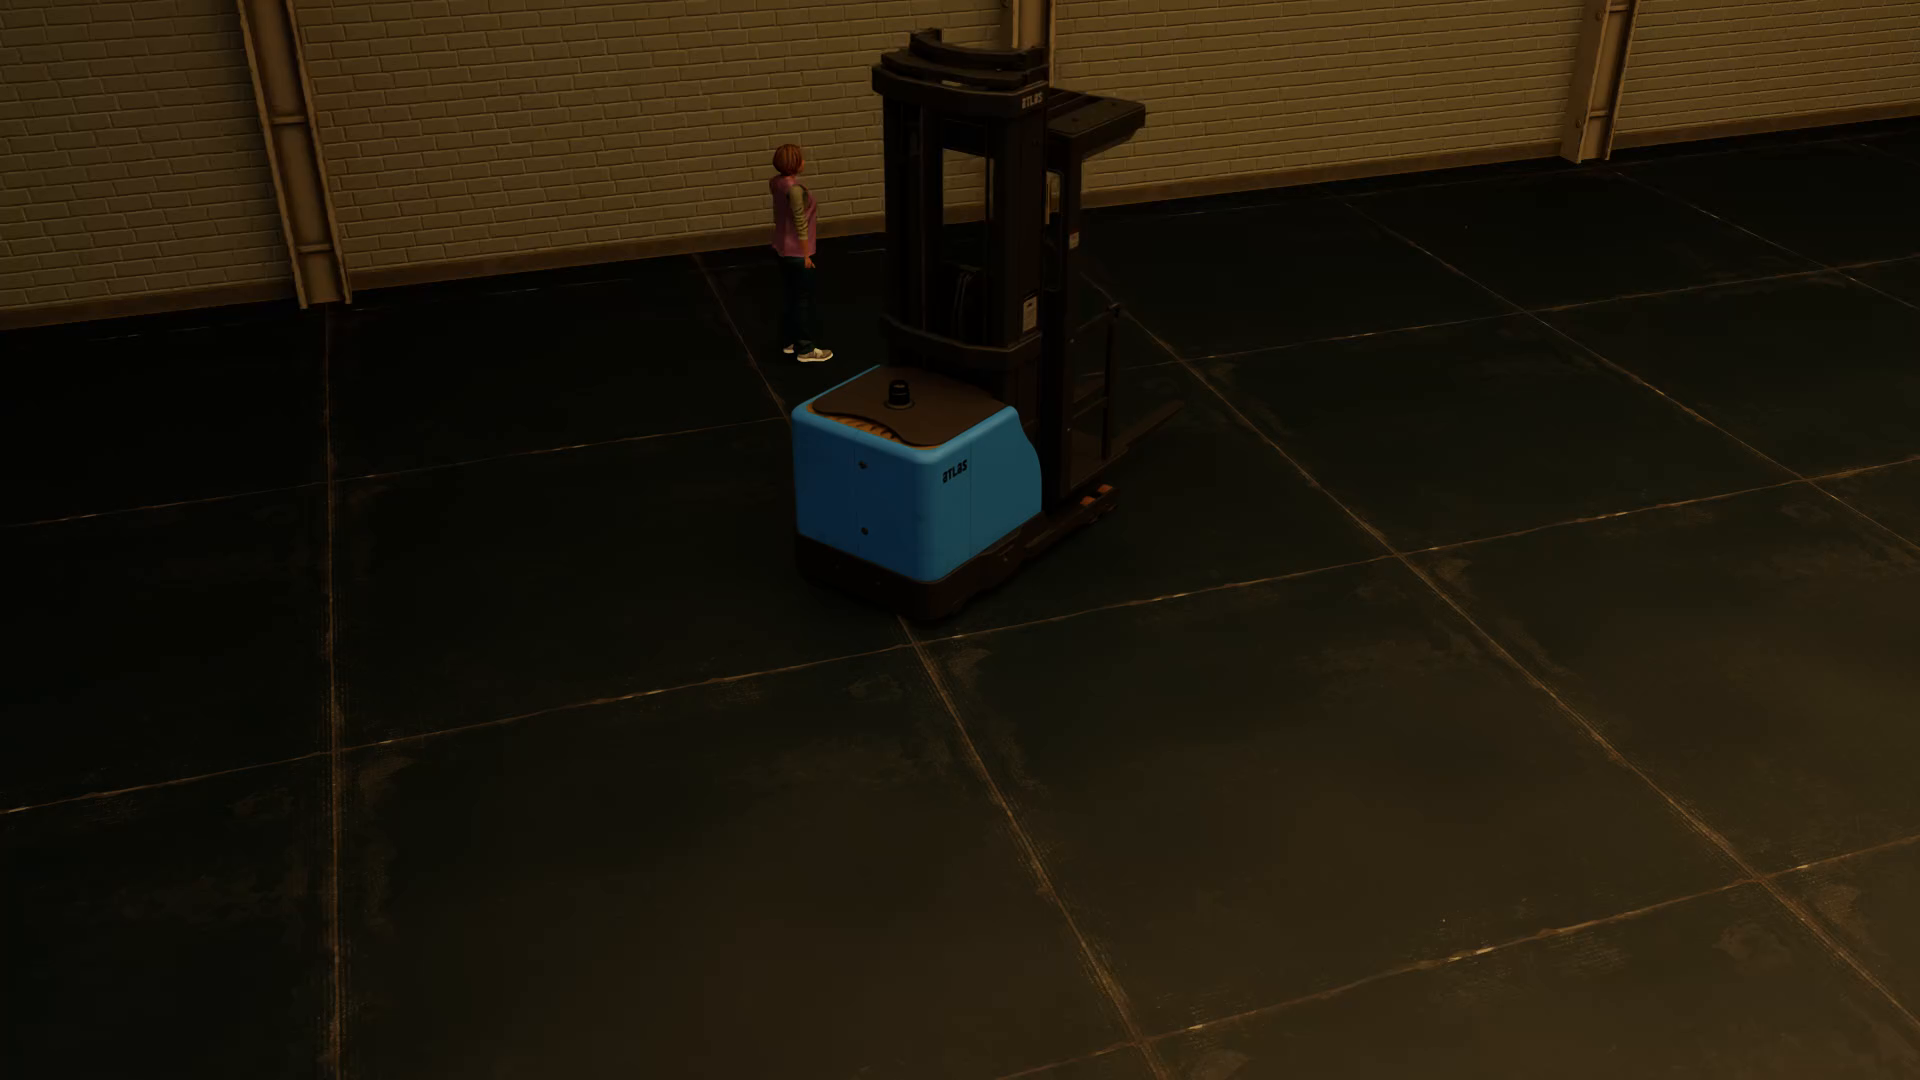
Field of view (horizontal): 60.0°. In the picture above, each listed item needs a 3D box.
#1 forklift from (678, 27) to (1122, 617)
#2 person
[{"bbox_3d":[-0.508,-1.464,9.631,3.031,2.935,1.130,24,38,36],"label":"forklift"},{"bbox_3d":[-0.694,-2.140,12.363,0.944,1.431,0.881,-13,32,-21],"label":"person"}]
